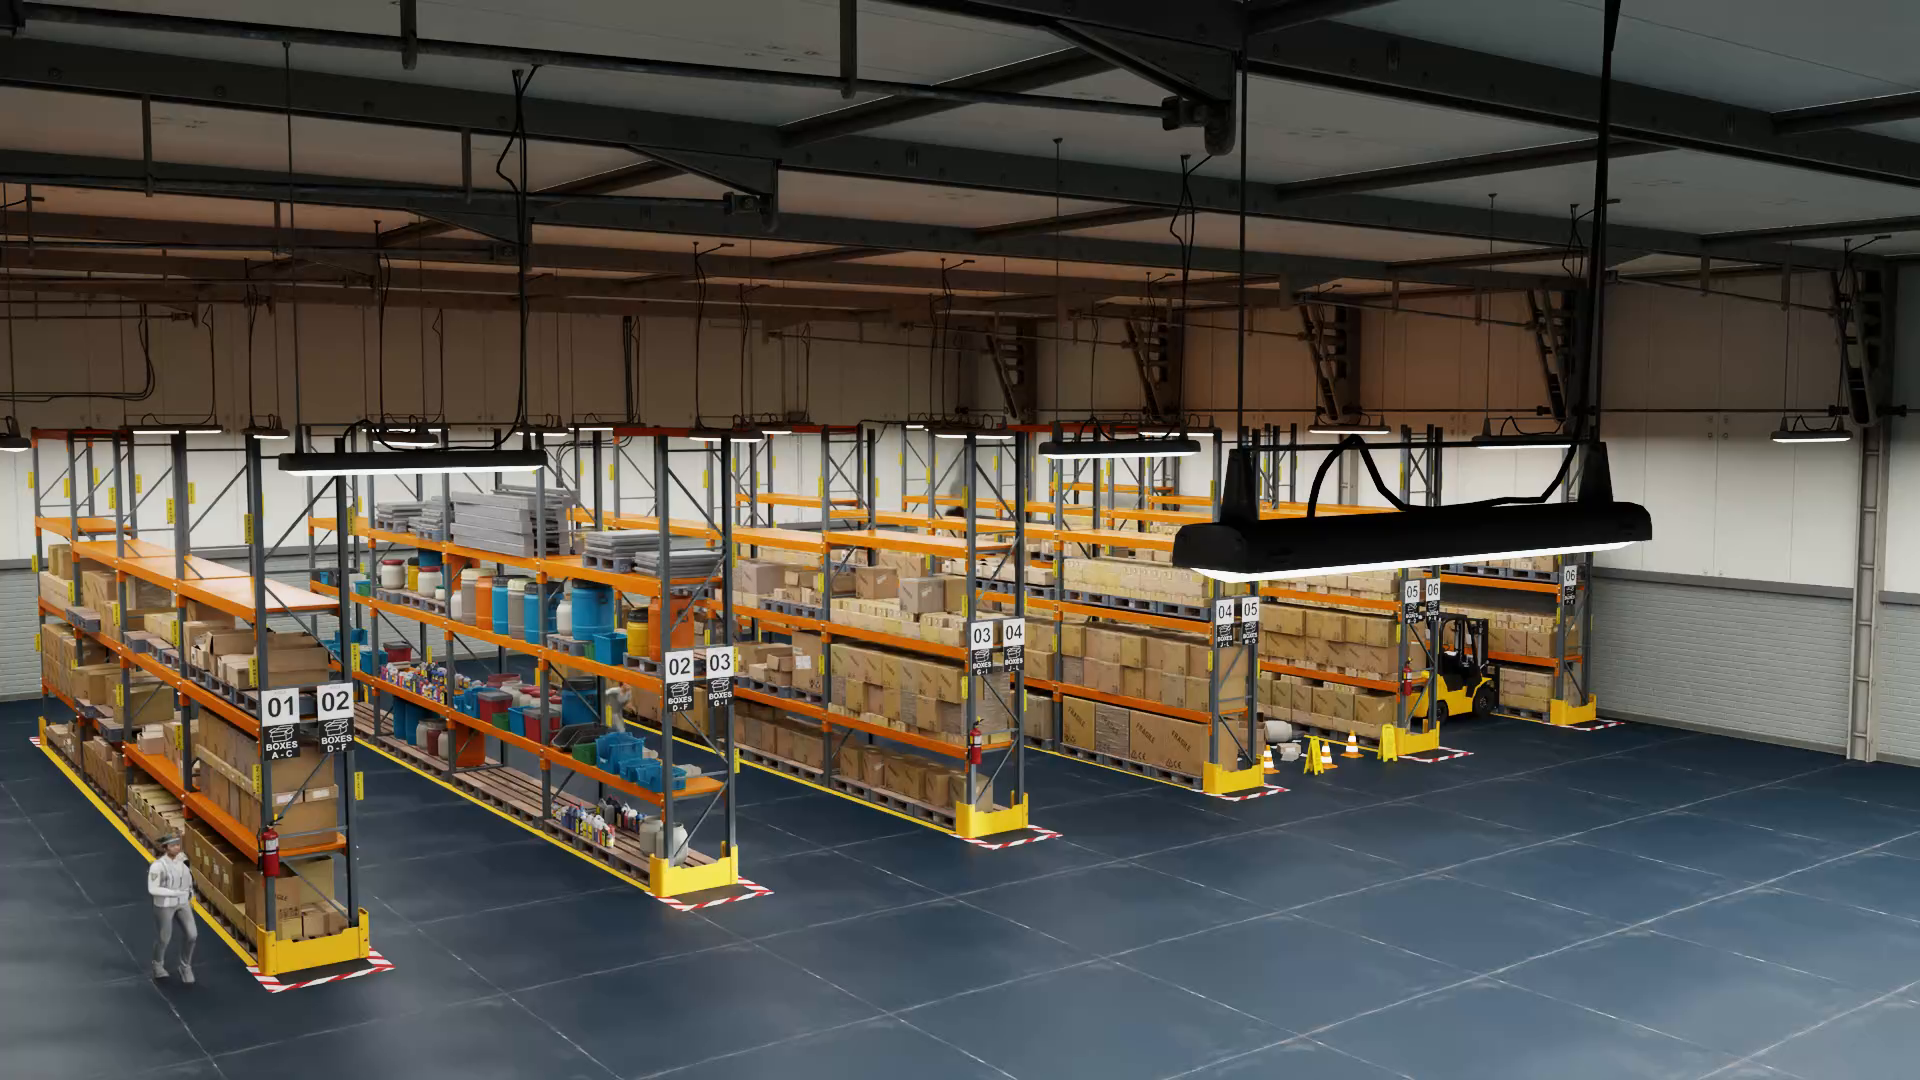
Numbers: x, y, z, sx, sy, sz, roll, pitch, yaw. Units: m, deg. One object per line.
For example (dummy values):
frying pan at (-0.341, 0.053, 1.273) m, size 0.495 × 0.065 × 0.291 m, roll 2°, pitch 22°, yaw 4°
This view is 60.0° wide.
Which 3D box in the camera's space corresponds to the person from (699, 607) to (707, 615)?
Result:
person at (-6.126, 2.399, 39.687) m, size 0.639 × 1.668 × 0.627 m, roll -1°, pitch 5°, yaw -15°

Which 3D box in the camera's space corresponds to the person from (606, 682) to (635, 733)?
person at (-6.252, 3.213, 30.203) m, size 0.817 × 1.503 × 0.590 m, roll 3°, pitch 5°, yaw 33°

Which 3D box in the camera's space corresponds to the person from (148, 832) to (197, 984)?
person at (-8.667, 4.066, 18.343) m, size 0.716 × 1.757 × 0.622 m, roll 3°, pitch 5°, yaw 33°
